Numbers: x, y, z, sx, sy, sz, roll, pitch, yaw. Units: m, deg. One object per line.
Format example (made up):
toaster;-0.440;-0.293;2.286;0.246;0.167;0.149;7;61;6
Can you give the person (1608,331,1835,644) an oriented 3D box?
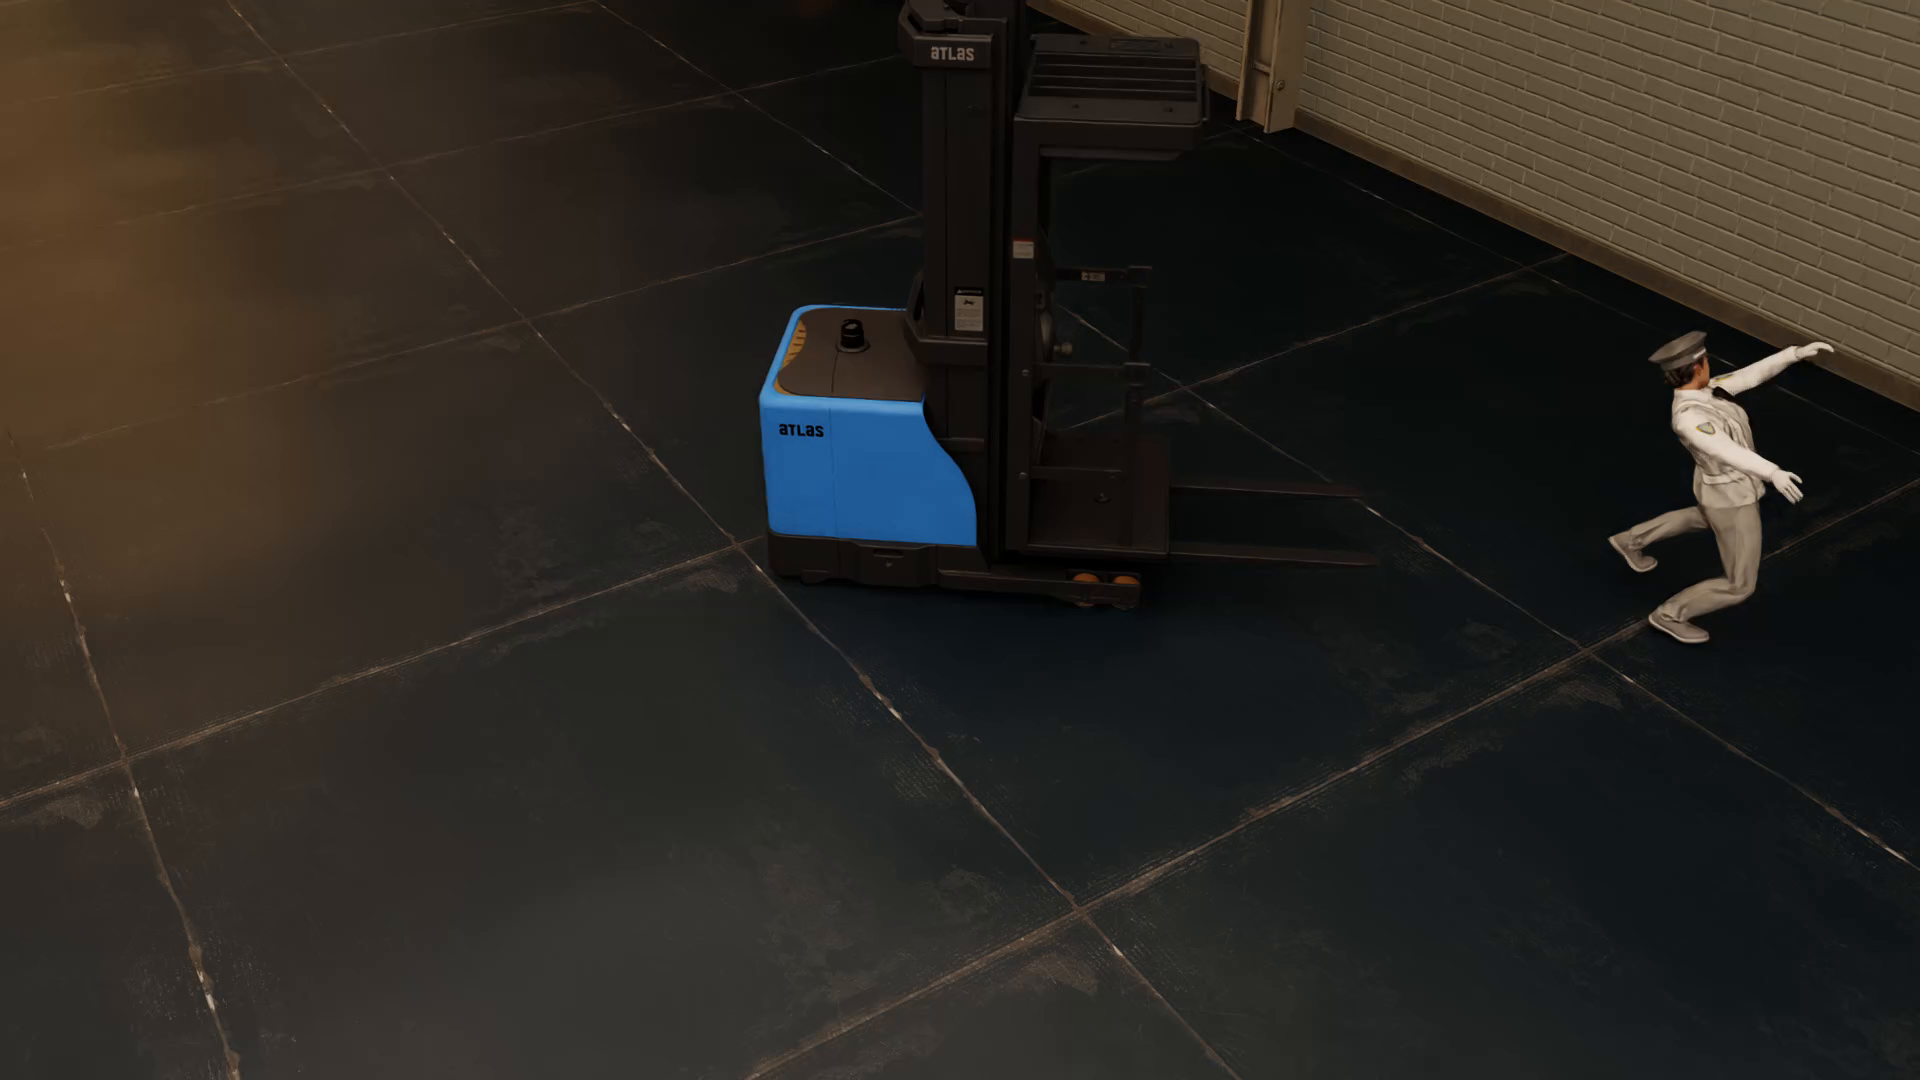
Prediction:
person;3.458;-0.166;7.630;0.736;1.482;1.003;6;35;8

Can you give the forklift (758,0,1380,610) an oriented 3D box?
forklift;0.584;-1.179;7.826;3.031;2.935;1.130;3;35;5
